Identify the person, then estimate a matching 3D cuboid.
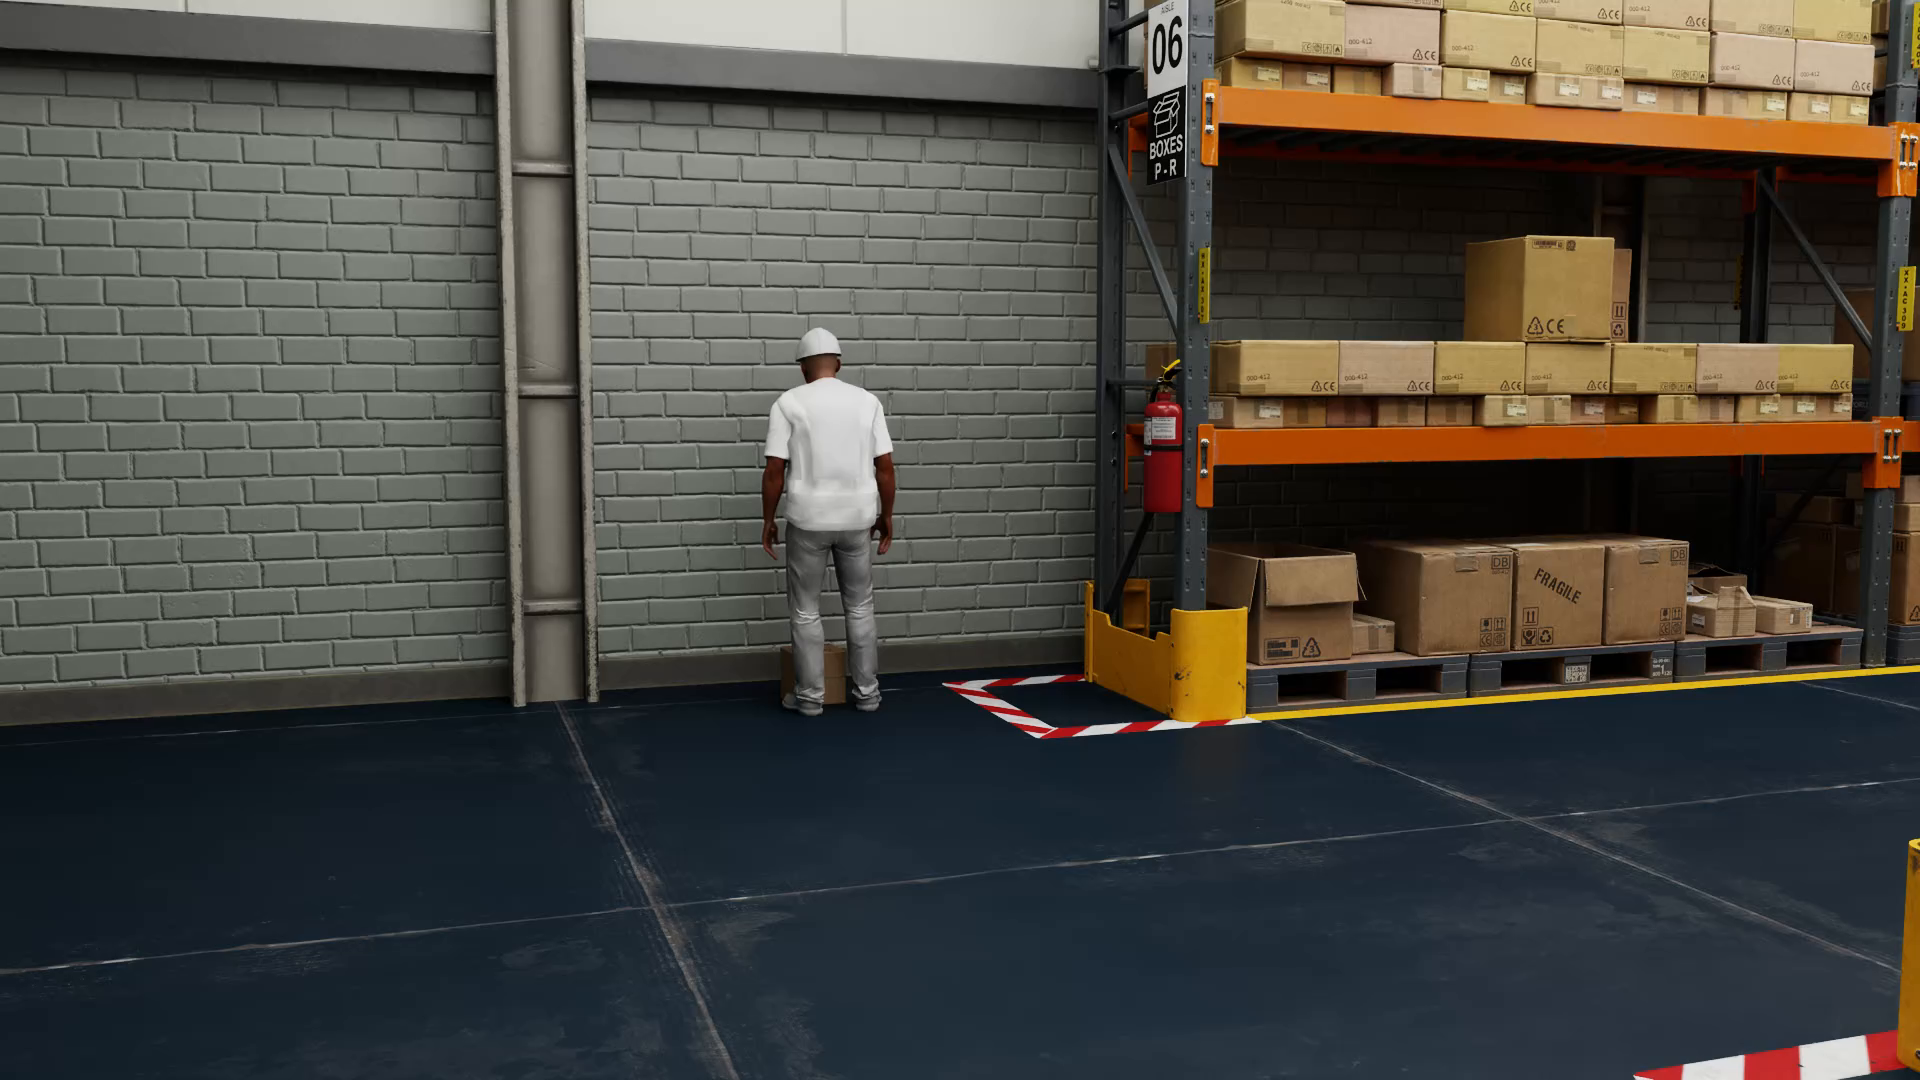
[{"bbox_3d":[-0.605,-0.088,7.627,0.627,1.760,0.460,-2,6,-19],"label":"person"}]
